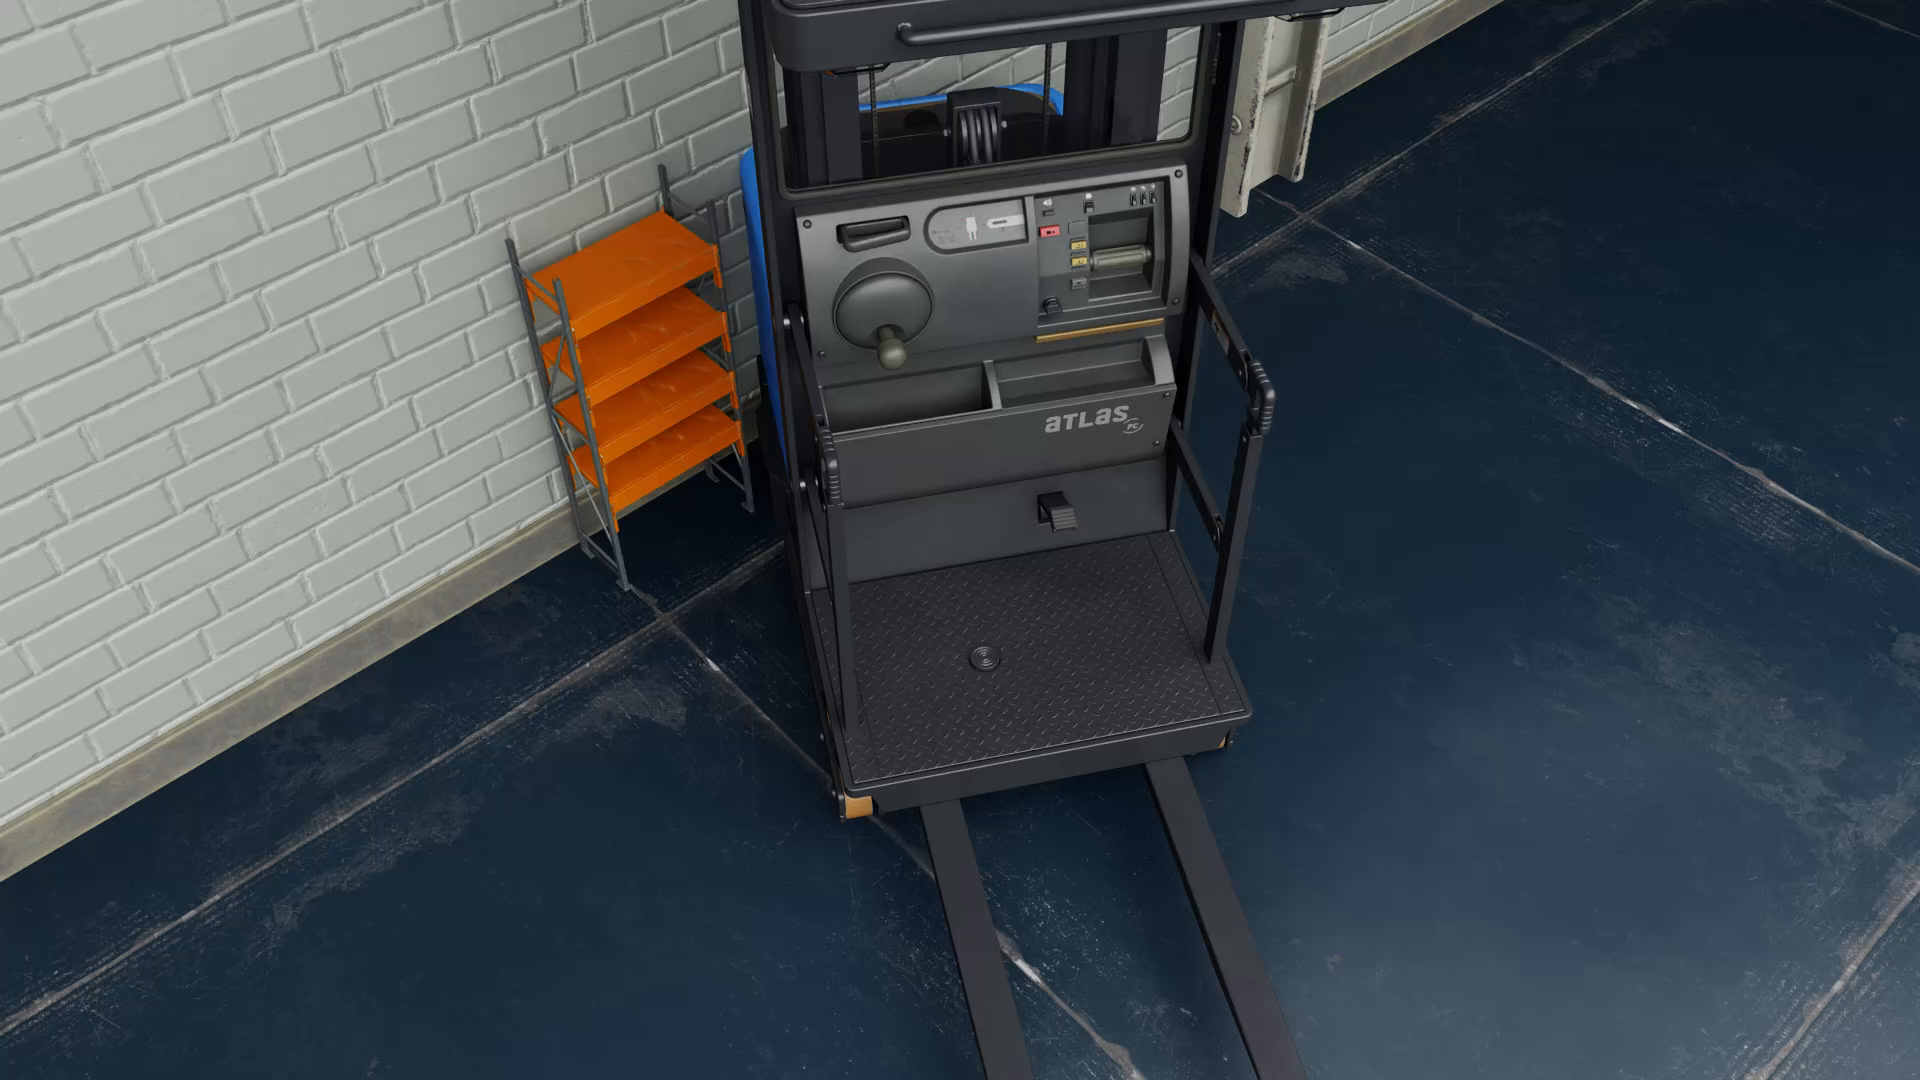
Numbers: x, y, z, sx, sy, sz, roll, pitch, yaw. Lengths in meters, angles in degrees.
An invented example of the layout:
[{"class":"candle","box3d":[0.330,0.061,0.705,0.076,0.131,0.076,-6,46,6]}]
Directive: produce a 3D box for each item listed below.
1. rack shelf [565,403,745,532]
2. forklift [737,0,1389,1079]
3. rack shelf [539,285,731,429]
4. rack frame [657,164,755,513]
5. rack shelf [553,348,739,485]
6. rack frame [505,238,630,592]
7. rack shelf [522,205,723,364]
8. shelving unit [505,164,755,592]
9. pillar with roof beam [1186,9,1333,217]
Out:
[{"class":"rack shelf","box3d":[-0.923,-0.258,5.033,0.480,0.148,0.258,-34,56,-28]},{"class":"forklift","box3d":[0.138,-0.548,3.761,1.130,2.935,3.031,-9,48,-9]},{"class":"rack shelf","box3d":[-0.923,-0.544,4.723,0.480,0.148,0.258,-34,56,-28]},{"class":"rack frame","box3d":[-0.745,-0.560,4.951,0.015,1.200,0.240,-34,56,-28]},{"class":"rack shelf","box3d":[-0.923,-0.392,4.887,0.480,0.148,0.258,-34,56,-28]},{"class":"rack frame","box3d":[-1.102,-0.316,4.725,0.015,1.200,0.240,-34,56,-28]},{"class":"rack shelf","box3d":[-0.923,-0.705,4.549,0.480,0.148,0.258,-34,56,-28]},{"class":"shelving unit","box3d":[-0.923,-0.438,4.838,0.503,1.200,0.258,-34,56,-28]},{"class":"pillar with roof beam","box3d":[4.006,-2.131,1.093,0.400,9.000,9.100,-34,56,-27]}]
